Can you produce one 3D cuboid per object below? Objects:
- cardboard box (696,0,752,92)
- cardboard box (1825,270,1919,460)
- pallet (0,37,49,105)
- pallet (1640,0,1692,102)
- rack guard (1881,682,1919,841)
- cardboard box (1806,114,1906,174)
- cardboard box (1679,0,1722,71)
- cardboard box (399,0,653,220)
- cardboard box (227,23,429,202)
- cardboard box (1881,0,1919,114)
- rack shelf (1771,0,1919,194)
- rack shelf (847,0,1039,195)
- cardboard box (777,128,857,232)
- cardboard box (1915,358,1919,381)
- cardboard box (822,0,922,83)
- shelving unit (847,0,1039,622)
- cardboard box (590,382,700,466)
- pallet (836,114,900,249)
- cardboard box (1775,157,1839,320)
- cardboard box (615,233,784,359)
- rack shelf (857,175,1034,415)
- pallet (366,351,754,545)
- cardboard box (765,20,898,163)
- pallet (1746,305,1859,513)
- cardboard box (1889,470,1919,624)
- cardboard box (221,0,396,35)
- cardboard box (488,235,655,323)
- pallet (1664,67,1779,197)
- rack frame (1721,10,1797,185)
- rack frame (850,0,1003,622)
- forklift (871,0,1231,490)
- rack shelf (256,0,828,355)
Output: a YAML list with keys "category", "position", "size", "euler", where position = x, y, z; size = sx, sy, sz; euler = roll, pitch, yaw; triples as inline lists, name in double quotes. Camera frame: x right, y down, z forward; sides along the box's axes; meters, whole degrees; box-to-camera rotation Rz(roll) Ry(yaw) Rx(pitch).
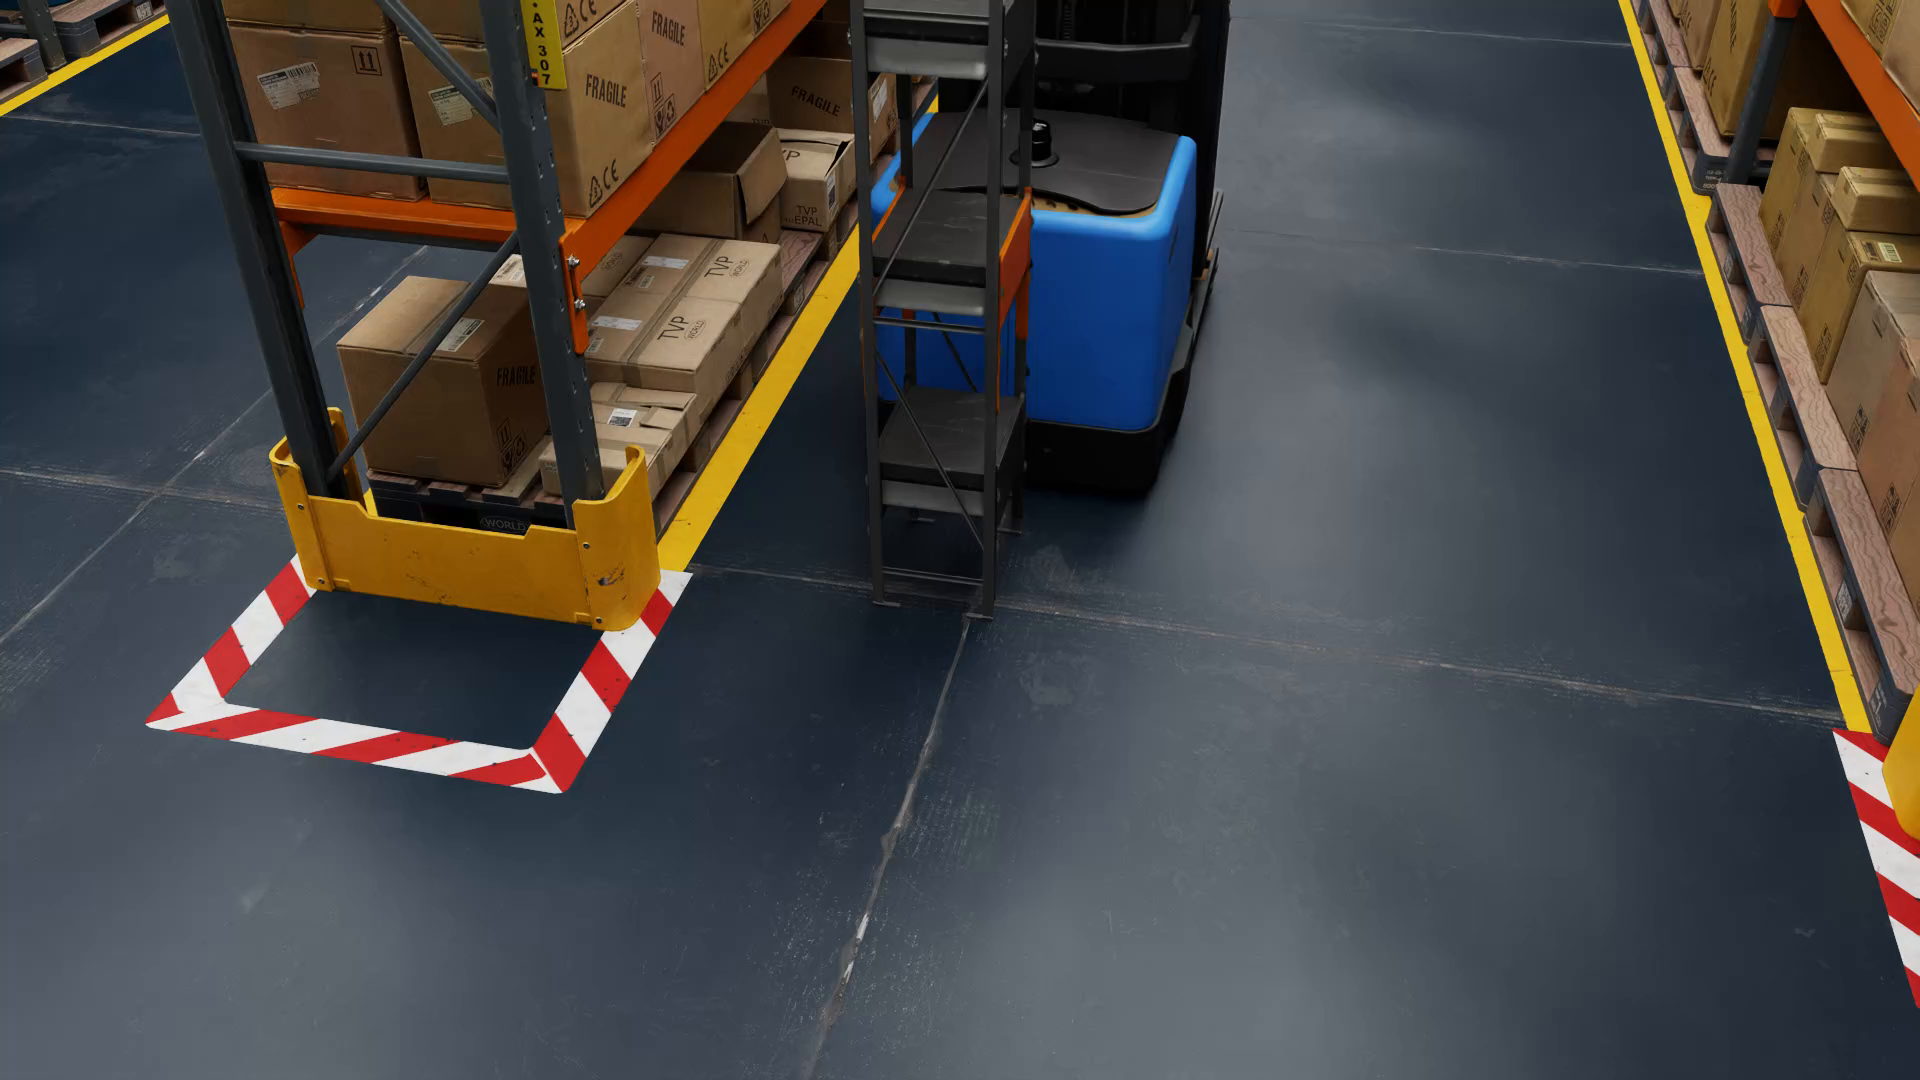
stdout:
- category: "cardboard box"
  position: [-1.045, -1.886, 5.711]
  size: [0.500, 0.500, 0.500]
  euler: [7, 37, 10]
- category: "cardboard box"
  position: [3.493, -0.569, 5.751]
  size: [0.700, 0.500, 0.500]
  euler: [6, 36, 8]
- category: "pallet"
  position: [-5.715, -2.401, 8.883]
  size: [1.003, 0.211, 1.213]
  euler: [7, 37, 10]
- category: "pallet"
  position: [4.432, -2.739, 9.350]
  size: [1.003, 0.211, 1.213]
  euler: [7, 37, 10]
- category: "rack guard"
  position: [3.223, 0.604, 4.491]
  size: [1.175, 0.500, 0.348]
  euler: [7, 37, 10]
- category: "cardboard box"
  position: [3.571, -1.546, 6.547]
  size: [0.380, 0.149, 0.250]
  euler: [8, 37, 12]
- category: "cardboard box"
  position: [4.281, -2.914, 8.688]
  size: [0.750, 0.750, 0.750]
  euler: [8, 37, 11]
- category: "cardboard box"
  position: [-1.260, -1.302, 4.906]
  size: [0.500, 0.500, 0.500]
  euler: [8, 37, 11]
- category: "cardboard box"
  position: [-1.782, -1.372, 5.002]
  size: [0.500, 0.500, 0.500]
  euler: [8, 37, 11]
- category: "cardboard box"
  position: [3.643, -1.691, 5.272]
  size: [0.980, 0.700, 0.700]
  euler: [6, 36, 8]
- category: "rack shelf"
  position: [3.655, -1.277, 5.569]
  size: [1.077, 0.370, 4.000]
  euler: [7, 37, 10]
- category: "rack shelf"
  position: [-0.035, -1.311, 4.600]
  size: [0.431, 0.518, 0.480]
  euler: [7, 37, 10]
- category: "cardboard box"
  position: [-0.763, -1.631, 7.361]
  size: [0.500, 0.311, 0.500]
  euler: [7, 37, 10]
- category: "cardboard box"
  position: [3.183, -0.499, 5.102]
  size: [0.380, 0.149, 0.250]
  euler: [8, 37, 11]
- category: "cardboard box"
  position: [-0.416, -2.747, 8.739]
  size: [0.500, 0.500, 0.500]
  euler: [6, 36, 8]
- category: "shelving unit"
  position: [-0.035, -0.755, 5.003]
  size: [0.431, 2.100, 0.503]
  euler: [7, 37, 10]
- category: "cardboard box"
  position: [-1.134, -0.412, 5.802]
  size: [0.380, 0.166, 0.250]
  euler: [7, 37, 10]
- category: "pallet"
  position: [-0.905, -1.811, 8.069]
  size: [1.003, 0.211, 1.213]
  euler: [7, 37, 10]
- category: "cardboard box"
  position: [3.712, -1.170, 6.580]
  size: [0.700, 0.500, 0.500]
  euler: [7, 37, 9]
- category: "cardboard box"
  position: [-1.005, -0.955, 6.480]
  size: [0.500, 0.250, 0.500]
  euler: [7, 37, 10]
- category: "rack shelf"
  position: [-0.035, -0.744, 5.011]
  size: [0.431, 0.518, 0.480]
  euler: [7, 37, 10]
- category: "pallet"
  position: [-1.427, -0.412, 6.139]
  size: [1.003, 0.211, 1.213]
  euler: [7, 37, 10]
- category: "cardboard box"
  position: [-0.602, -2.138, 7.899]
  size: [0.500, 0.500, 0.500]
  euler: [7, 37, 10]
- category: "pallet"
  position: [3.585, -0.458, 6.202]
  size: [1.003, 0.211, 1.213]
  euler: [7, 37, 10]
- category: "cardboard box"
  position: [3.280, 0.006, 4.957]
  size: [0.700, 0.500, 0.500]
  euler: [7, 37, 10]
- category: "cardboard box"
  position: [-1.786, -1.776, 4.707]
  size: [0.500, 0.500, 0.500]
  euler: [7, 37, 10]
- category: "cardboard box"
  position: [-1.504, -0.989, 6.527]
  size: [0.500, 0.250, 0.500]
  euler: [7, 37, 10]
- category: "pallet"
  position: [4.174, -2.038, 8.382]
  size: [1.003, 0.211, 1.213]
  euler: [7, 37, 10]
- category: "rack frame"
  position: [4.082, -2.715, 6.940]
  size: [1.000, 3.000, 0.127]
  euler: [7, 37, 10]
- category: "rack frame"
  position: [-0.087, -0.615, 4.810]
  size: [0.400, 2.100, 0.015]
  euler: [7, 37, 10]
- category: "forklift"
  position: [0.511, -2.226, 6.324]
  size: [1.130, 2.935, 3.031]
  euler: [8, 37, 11]
- category: "rack shelf"
  position: [-1.185, -1.896, 6.423]
  size: [1.077, 0.370, 4.000]
  euler: [7, 37, 10]
